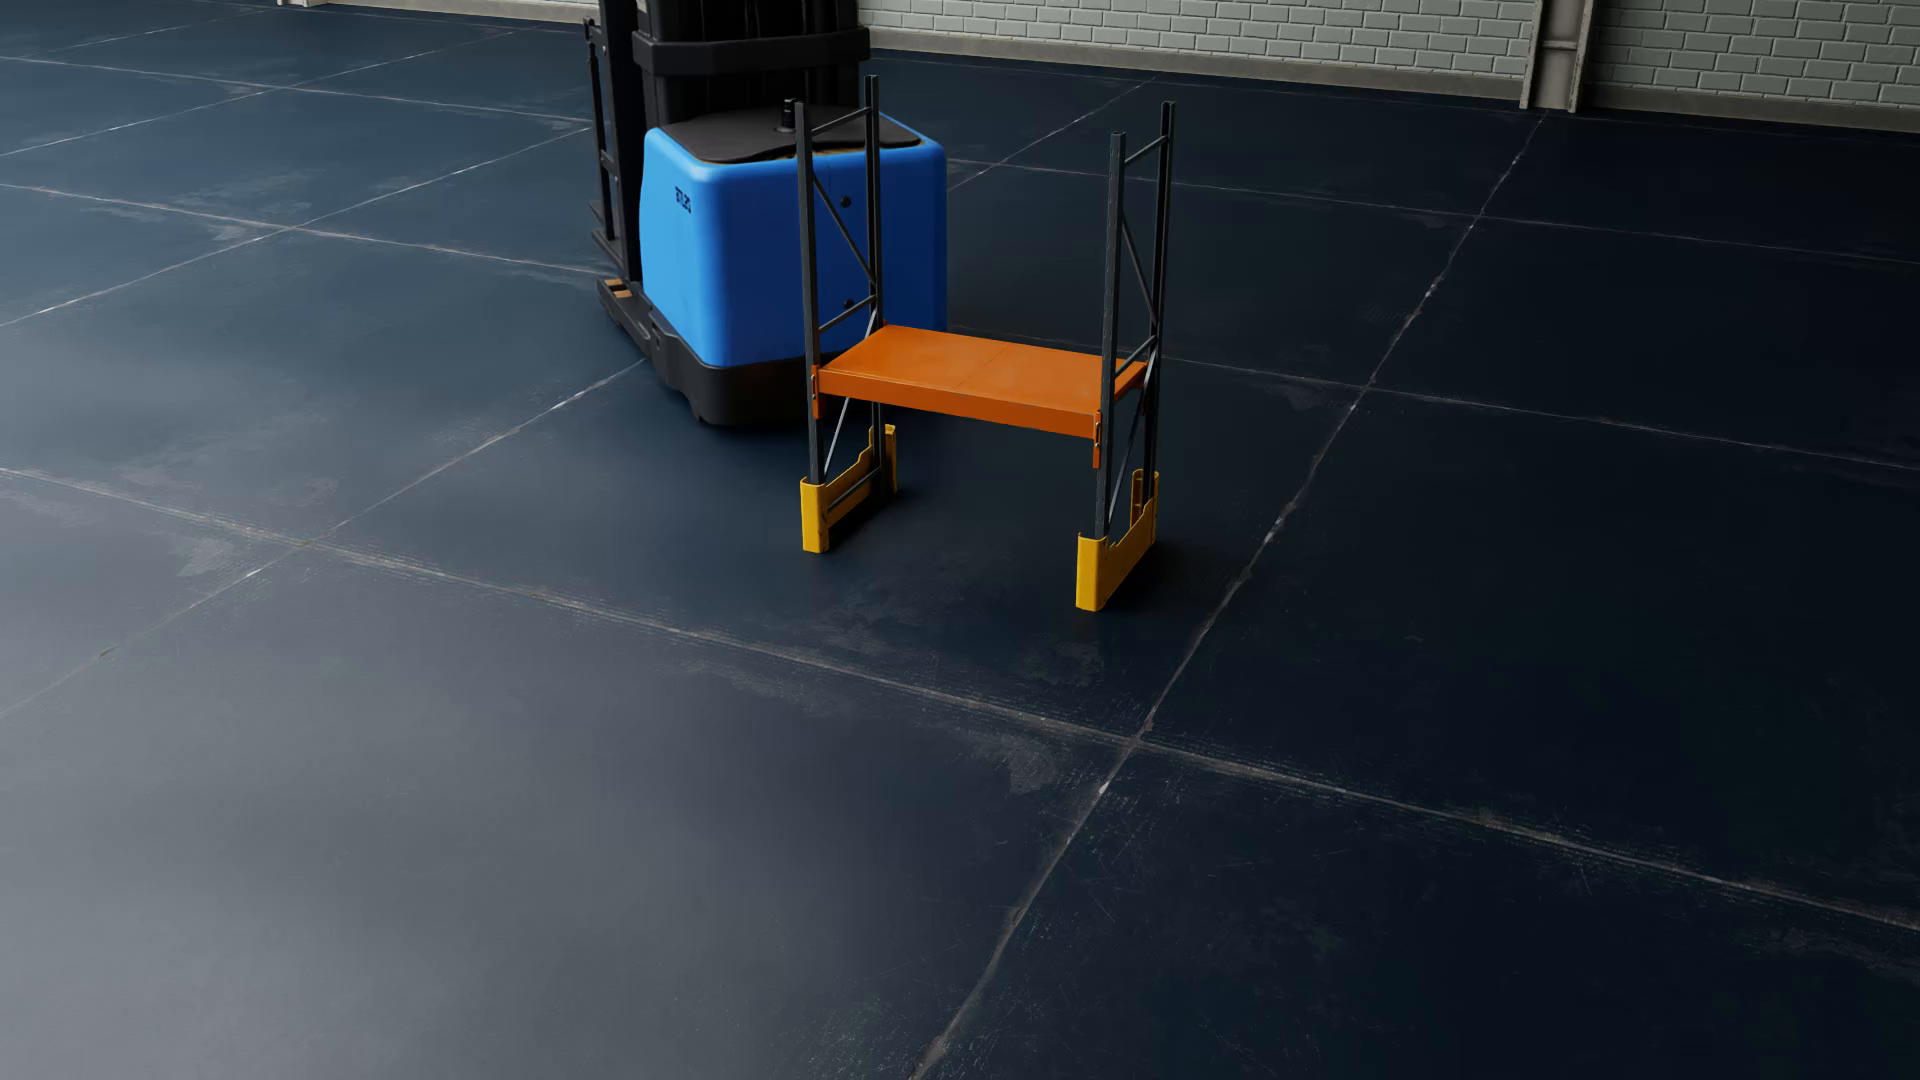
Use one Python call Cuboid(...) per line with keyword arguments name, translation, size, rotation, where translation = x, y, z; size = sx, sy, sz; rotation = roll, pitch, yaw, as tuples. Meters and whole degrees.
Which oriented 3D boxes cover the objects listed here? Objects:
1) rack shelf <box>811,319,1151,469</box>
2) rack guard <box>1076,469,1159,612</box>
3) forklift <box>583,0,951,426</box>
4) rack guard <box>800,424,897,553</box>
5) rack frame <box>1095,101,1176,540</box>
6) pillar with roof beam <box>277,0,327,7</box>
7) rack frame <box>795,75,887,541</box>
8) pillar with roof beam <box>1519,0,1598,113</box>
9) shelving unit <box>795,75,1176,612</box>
Cuboid(name="rack shelf", translation=(0.078, -0.496, 5.466), size=(1.000, 0.185, 0.538), rotation=(11, 28, 22))
Cuboid(name="rack guard", translation=(0.523, -0.007, 5.482), size=(0.087, 0.250, 0.587), rotation=(11, 28, 22))
Cuboid(name="forklift", translation=(-1.085, -2.386, 7.277), size=(1.130, 2.935, 3.031), rotation=(-11, 28, -21))
Cuboid(name="rack guard", translation=(-0.384, -0.189, 5.851), size=(0.087, 0.250, 0.587), rotation=(11, 28, 22))
Cuboid(name="rack frame", translation=(0.540, -0.564, 5.198), size=(0.032, 1.500, 0.500), rotation=(11, 28, 22))
Cuboid(name="pillar with roof beam", translation=(-8.366, -7.689, 11.179), size=(0.400, 9.000, 9.100), rotation=(11, 28, 22))
Cuboid(name="rack frame", translation=(-0.385, -0.750, 5.576), size=(0.032, 1.500, 0.500), rotation=(11, 28, 22))
Cuboid(name="pillar with roof beam", translation=(2.557, -5.495, 6.722), size=(0.400, 9.000, 9.100), rotation=(11, 28, 22))
Cuboid(name="shelving unit", translation=(0.069, -0.659, 5.390), size=(1.083, 1.500, 0.587), rotation=(11, 28, 22))
